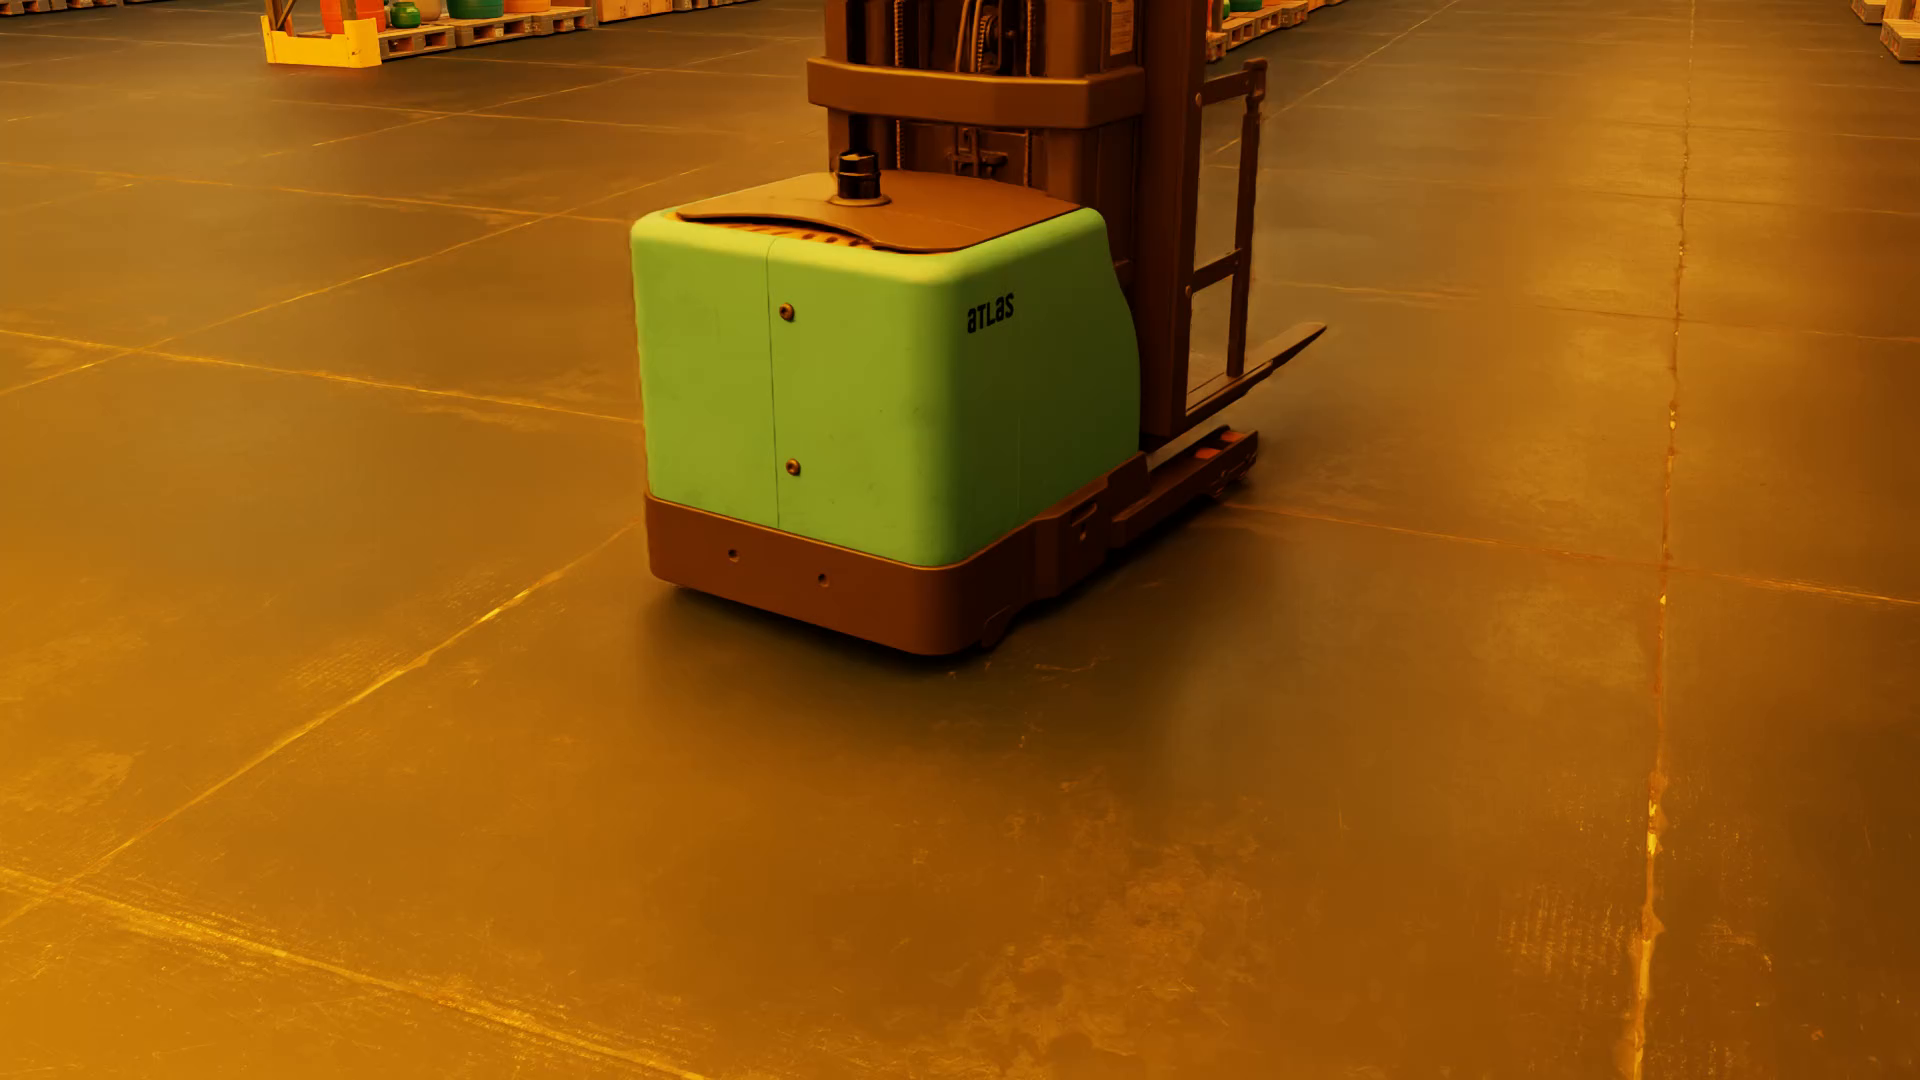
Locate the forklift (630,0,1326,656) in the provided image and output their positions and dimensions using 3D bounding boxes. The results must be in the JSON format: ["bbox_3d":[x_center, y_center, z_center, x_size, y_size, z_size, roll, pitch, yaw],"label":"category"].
[{"bbox_3d":[0.342,-1.577,5.065,1.130,2.935,3.031,14,26,30],"label":"forklift"}]
